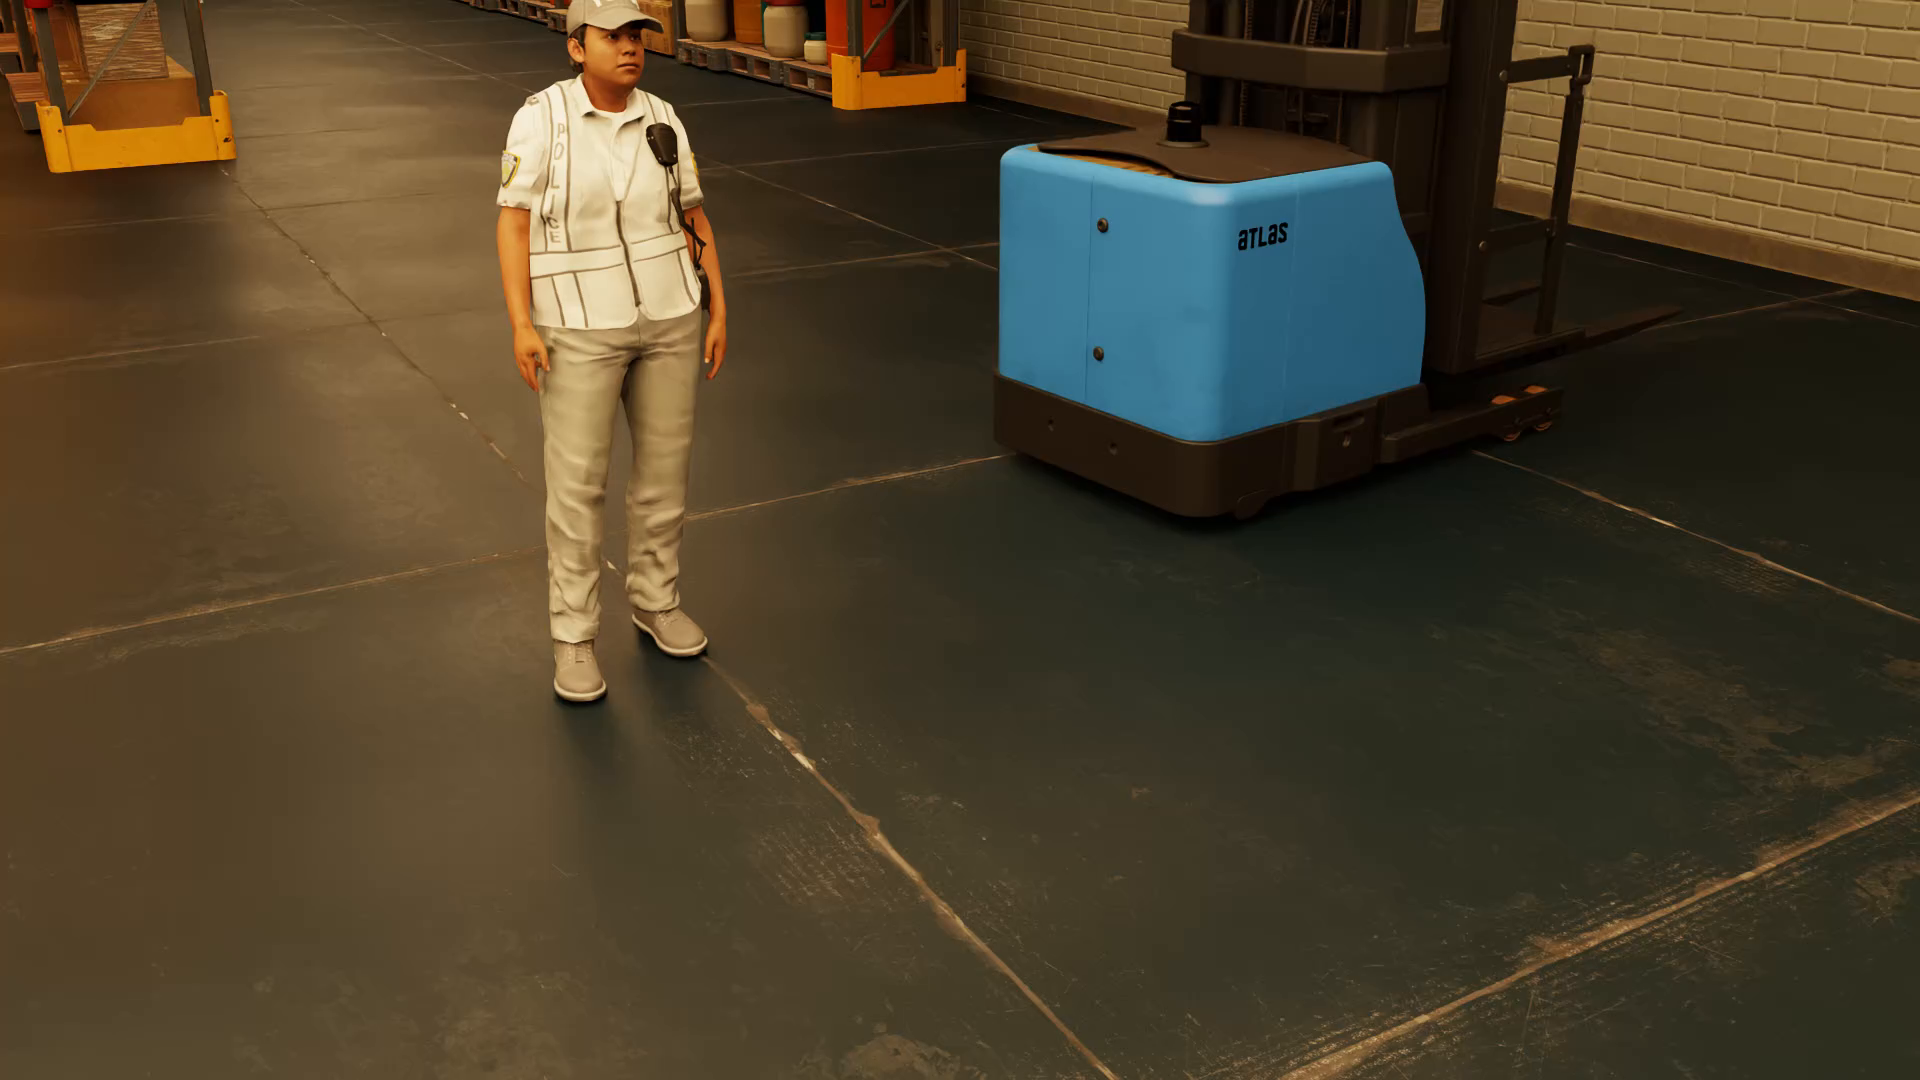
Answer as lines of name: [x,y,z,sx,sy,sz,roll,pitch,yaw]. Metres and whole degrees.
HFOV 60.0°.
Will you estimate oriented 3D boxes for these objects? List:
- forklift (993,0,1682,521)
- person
forklift: [1.590,-1.852,5.787,3.031,2.935,1.130,-17,27,-35]
person: [-0.837,-0.496,4.129,0.601,1.669,0.529,-12,25,-28]
